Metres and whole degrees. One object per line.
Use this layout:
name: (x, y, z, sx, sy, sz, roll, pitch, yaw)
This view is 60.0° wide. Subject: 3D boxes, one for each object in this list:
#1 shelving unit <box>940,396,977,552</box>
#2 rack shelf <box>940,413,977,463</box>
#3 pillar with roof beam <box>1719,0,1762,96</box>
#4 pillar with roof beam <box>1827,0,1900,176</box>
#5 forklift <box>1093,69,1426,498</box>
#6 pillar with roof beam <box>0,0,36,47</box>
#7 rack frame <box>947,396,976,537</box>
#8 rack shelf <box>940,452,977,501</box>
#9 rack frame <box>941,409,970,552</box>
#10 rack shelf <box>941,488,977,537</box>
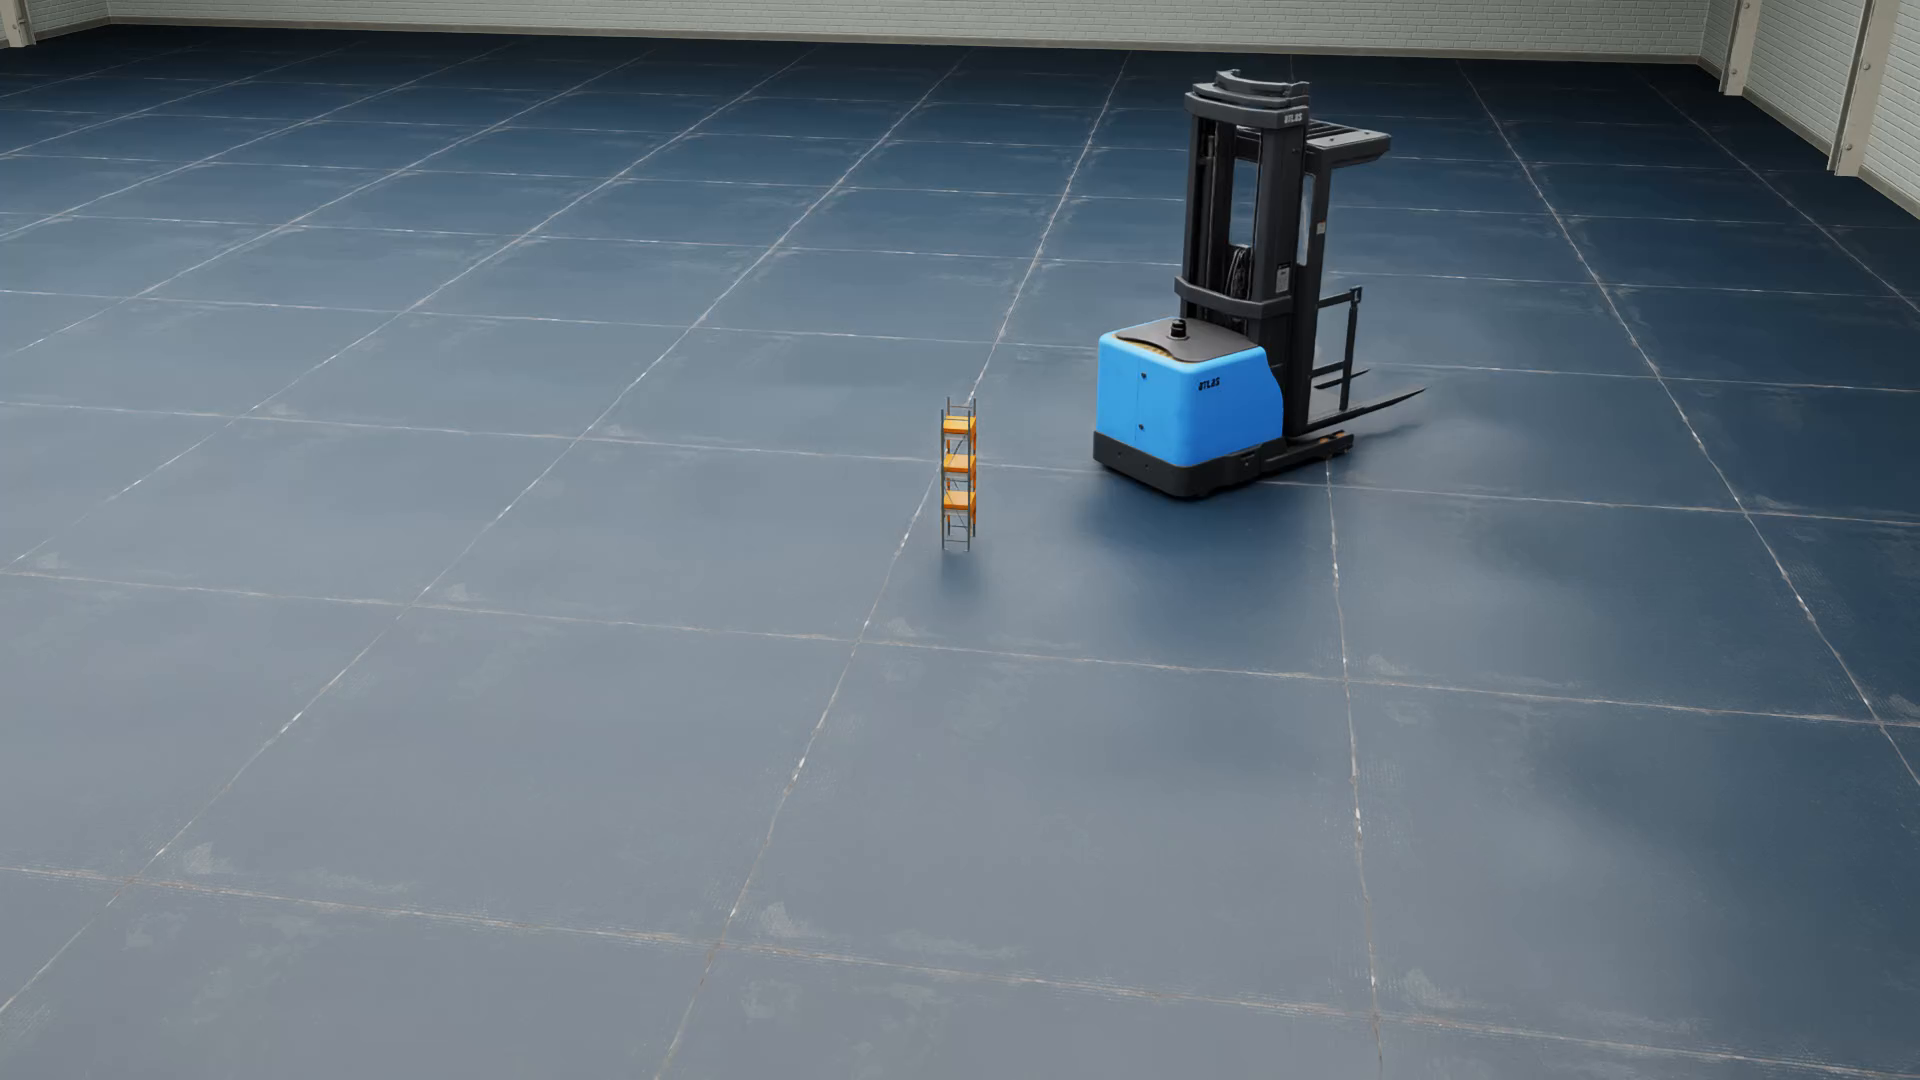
shelving unit: (-0.009, -0.453, 11.524, 0.215, 1.050, 0.252, 4, 25, 9)
rack shelf: (-0.009, -0.701, 11.408, 0.215, 0.259, 0.240, 4, 25, 9)
pillar with roof beam: (8.593, -11.813, 26.418, 9.100, 9.000, 0.400, 4, 25, 9)
pillar with roof beam: (7.613, -9.304, 21.057, 9.100, 9.000, 0.400, 4, 25, 9)
forklift: (2.519, -2.127, 12.882, 3.031, 2.935, 1.130, -18, 30, -33)
pillar with roof beam: (-13.989, -13.399, 29.806, 9.100, 9.000, 0.400, 4, 25, 9)
rack frame: (0.011, -0.504, 11.633, 0.200, 1.050, 0.008, 4, 25, 9)
rack shelf: (-0.009, -0.444, 11.528, 0.215, 0.259, 0.240, 4, 25, 9)
rack frame: (-0.029, -0.402, 11.415, 0.200, 1.050, 0.008, 4, 25, 9)
rack shelf: (-0.009, -0.192, 11.646, 0.215, 0.259, 0.240, 4, 25, 9)
